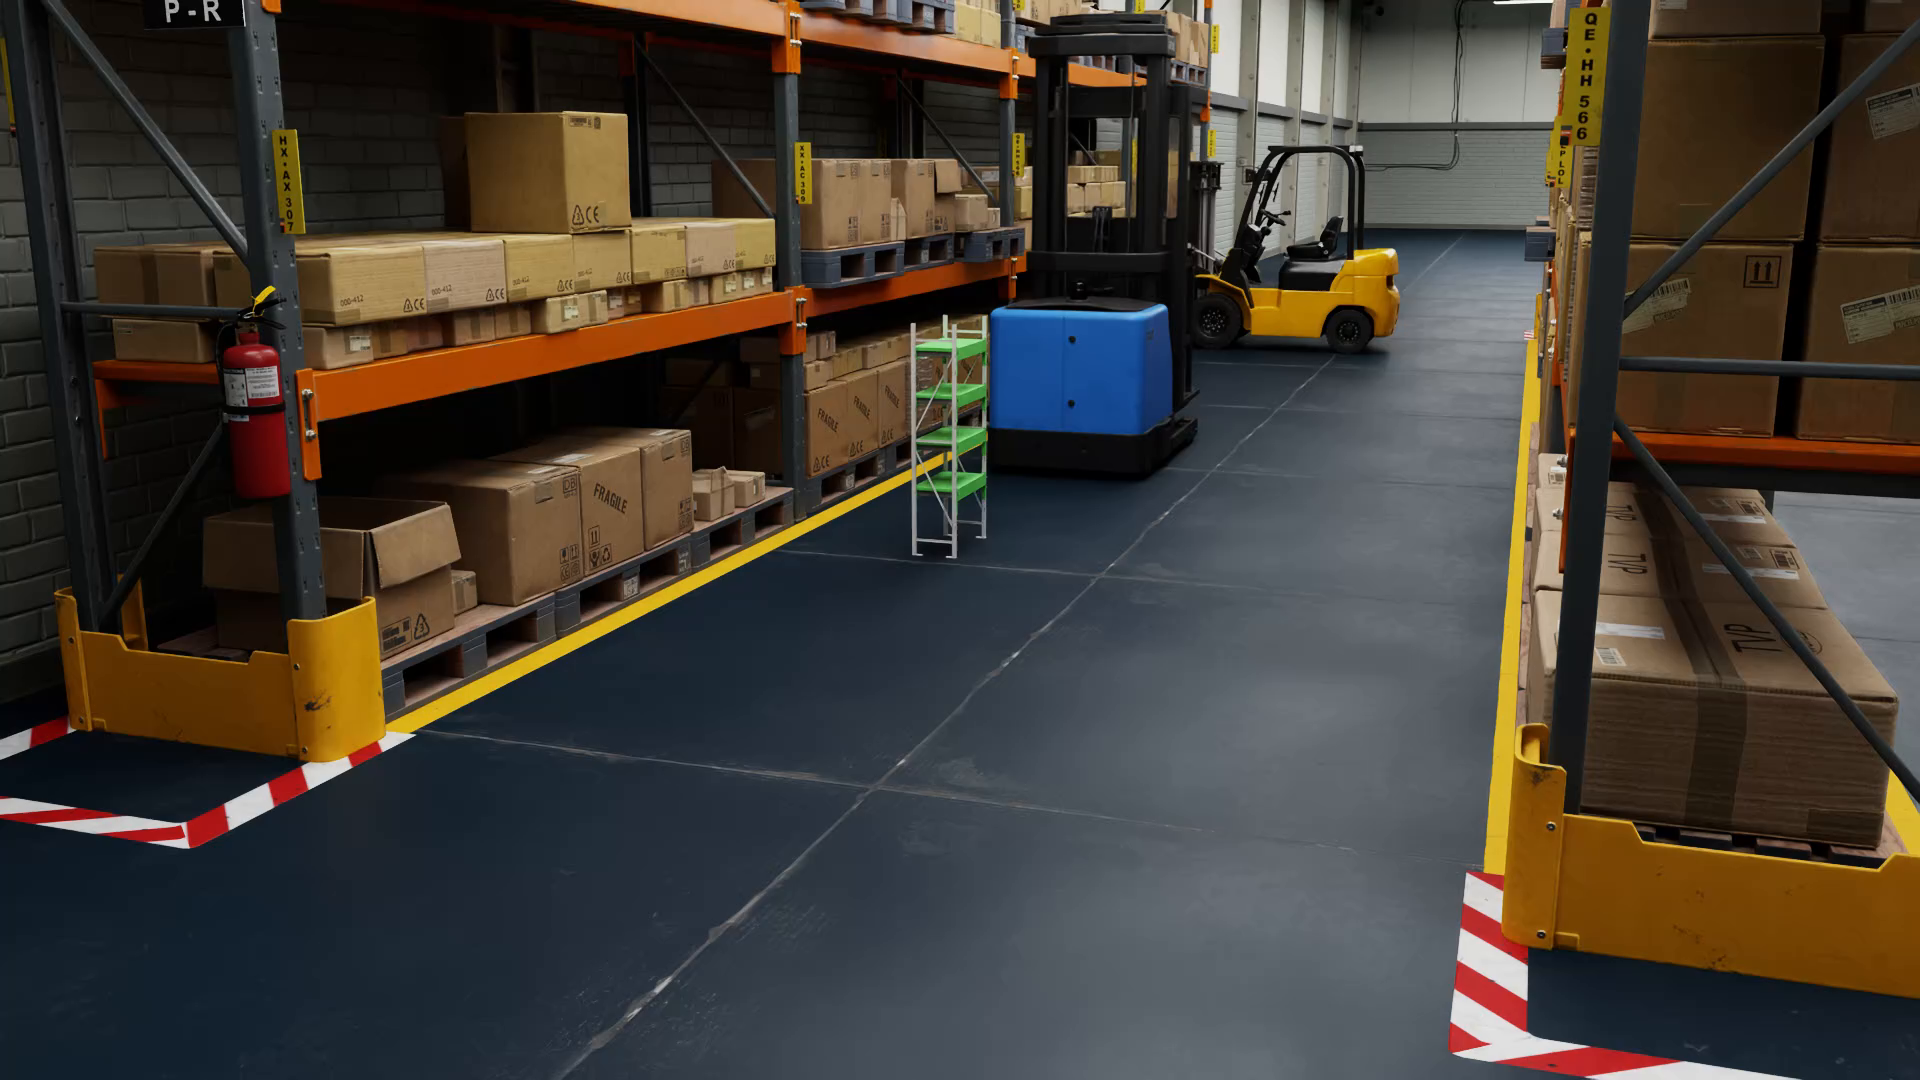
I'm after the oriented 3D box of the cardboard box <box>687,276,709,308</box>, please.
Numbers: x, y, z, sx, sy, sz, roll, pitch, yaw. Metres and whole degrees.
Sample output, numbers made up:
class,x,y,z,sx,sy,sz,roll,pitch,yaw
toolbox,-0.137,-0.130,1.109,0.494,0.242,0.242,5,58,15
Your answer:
class,x,y,z,sx,sy,sz,roll,pitch,yaw
cardboard box,-1.468,-1.230,8.200,0.380,0.149,0.250,5,14,20

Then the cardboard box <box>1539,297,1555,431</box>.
class,x,y,z,sx,sy,sz,roll,pitch,yaw
cardboard box,4.322,-1.119,10.980,0.875,0.875,0.875,4,14,18

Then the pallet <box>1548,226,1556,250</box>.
class,x,y,z,sx,sy,sz,roll,pitch,yaw
pallet,5.225,-2.416,13.262,1.003,0.211,1.213,4,14,18

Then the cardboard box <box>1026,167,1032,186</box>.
class,x,y,z,sx,sy,sz,roll,pitch,yaw
cardboard box,0.393,-2.913,13.328,0.380,0.149,0.250,5,14,20

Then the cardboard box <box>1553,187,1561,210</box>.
class,x,y,z,sx,sy,sz,roll,pitch,yaw
cardboard box,4.508,-2.604,11.817,0.500,0.500,0.500,4,13,17

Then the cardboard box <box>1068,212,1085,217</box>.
class,x,y,z,sx,sy,sz,roll,pitch,yaw
cardboard box,0.798,-2.772,14.730,0.500,0.250,0.500,5,14,20

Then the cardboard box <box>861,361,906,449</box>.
class,x,y,z,sx,sy,sz,roll,pitch,yaw
cardboard box,-0.670,-0.893,10.834,0.500,0.500,0.500,4,13,17

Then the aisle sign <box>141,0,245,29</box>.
class,x,y,z,sx,sy,sz,roll,pitch,yaw
aisle sign,-2.407,-1.993,5.139,0.394,0.787,0.004,4,14,18

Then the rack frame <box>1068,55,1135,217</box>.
class,x,y,z,sx,sy,sz,roll,pitch,yaw
rack frame,1.220,-3.288,16.653,1.000,3.000,0.127,4,14,18

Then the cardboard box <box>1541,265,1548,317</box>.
class,x,y,z,sx,sy,sz,roll,pitch,yaw
cardboard box,6.182,-2.520,16.838,0.500,0.500,0.500,5,14,21

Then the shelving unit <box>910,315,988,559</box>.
class,x,y,z,sx,sy,sz,roll,pitch,yaw
shelving unit,-0.054,-0.550,8.702,0.258,1.200,0.503,4,14,18

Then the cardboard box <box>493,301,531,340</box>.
class,x,y,z,sx,sy,sz,roll,pitch,yaw
cardboard box,-1.986,-0.908,6.792,0.380,0.149,0.250,5,14,19

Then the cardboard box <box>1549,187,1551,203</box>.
class,x,y,z,sx,sy,sz,roll,pitch,yaw
cardboard box,6.796,-3.888,18.387,0.500,0.500,0.500,4,13,18

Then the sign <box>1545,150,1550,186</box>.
class,x,y,z,sx,sy,sz,roll,pitch,yaw
sign,5.402,-3.391,15.159,0.100,0.325,0.005,4,14,18

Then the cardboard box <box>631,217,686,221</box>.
class,x,y,z,sx,sy,sz,roll,pitch,yaw
cardboard box,-1.784,-1.591,8.885,0.500,0.250,0.500,4,14,18

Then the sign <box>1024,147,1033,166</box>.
class,x,y,z,sx,sy,sz,roll,pitch,yaw
sign,0.694,-3.788,16.722,0.100,0.325,0.005,4,14,18

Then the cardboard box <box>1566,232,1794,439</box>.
class,x,y,z,sx,sy,sz,roll,pitch,yaw
cardboard box,1.941,-0.574,4.539,0.500,0.500,0.500,4,14,19

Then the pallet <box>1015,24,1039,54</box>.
class,x,y,z,sx,sy,sz,roll,pitch,yaw
pallet,0.061,-3.966,13.305,1.213,0.211,1.003,5,14,21

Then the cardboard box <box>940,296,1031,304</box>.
class,x,y,z,sx,sy,sz,roll,pitch,yaw
cardboard box,0.345,-1.761,14.357,0.875,0.625,0.625,5,14,20

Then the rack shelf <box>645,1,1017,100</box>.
class,x,y,z,sx,sy,sz,roll,pitch,yaw
rack shelf,-0.721,-3.137,10.865,1.077,0.370,4.000,4,14,18

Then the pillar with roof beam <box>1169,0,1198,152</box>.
class,x,y,z,sx,sy,sz,roll,pitch,yaw
pillar with roof beam,7.451,-7.927,23.495,9.100,9.000,0.400,4,14,18

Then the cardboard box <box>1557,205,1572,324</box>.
class,x,y,z,sx,sy,sz,roll,pitch,yaw
cardboard box,2.930,-1.216,7.350,0.500,0.500,0.500,5,14,20

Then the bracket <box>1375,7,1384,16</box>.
class,x,y,z,sx,sy,sz,roll,pitch,yaw
bracket,12.380,-15.606,49.049,0.235,0.232,0.430,4,14,18

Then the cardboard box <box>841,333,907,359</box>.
class,x,y,z,sx,sy,sz,roll,pitch,yaw
cardboard box,-0.578,-1.301,11.162,0.380,0.149,0.250,4,14,19

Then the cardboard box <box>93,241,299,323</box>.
class,x,y,z,sx,sy,sz,roll,pitch,yaw
cardboard box,-2.765,-0.949,6.075,0.500,0.250,0.500,5,14,20

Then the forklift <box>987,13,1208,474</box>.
class,x,y,z,sx,sy,sz,roll,pitch,yaw
forklift,1.109,-2.135,11.756,1.130,2.935,3.031,4,13,17

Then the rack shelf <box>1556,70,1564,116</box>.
class,x,y,z,sx,sy,sz,roll,pitch,yaw
rack shelf,6.565,-4.464,16.682,1.077,0.370,4.000,4,14,18

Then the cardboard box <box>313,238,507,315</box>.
class,x,y,z,sx,sy,sz,roll,pitch,yaw
cardboard box,-2.098,-1.016,6.366,0.500,0.250,0.500,5,14,19

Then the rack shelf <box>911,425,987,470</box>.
class,x,y,z,sx,sy,sz,roll,pitch,yaw
rack shelf,-0.054,-0.488,8.716,0.258,0.148,0.480,4,14,18

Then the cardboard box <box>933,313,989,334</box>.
class,x,y,z,sx,sy,sz,roll,pitch,yaw
cardboard box,0.006,-1.626,12.587,0.380,0.149,0.250,4,13,16

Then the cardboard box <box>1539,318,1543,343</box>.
class,x,y,z,sx,sy,sz,roll,pitch,yaw
cardboard box,6.018,-2.052,16.475,0.500,0.250,0.500,4,13,17

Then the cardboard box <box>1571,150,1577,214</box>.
class,x,y,z,sx,sy,sz,roll,pitch,yaw
cardboard box,2.600,-1.488,6.293,0.500,0.500,0.500,5,14,19

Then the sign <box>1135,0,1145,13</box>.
class,x,y,z,sx,sy,sz,roll,pitch,yaw
sign,1.737,-5.119,16.065,0.100,0.325,0.005,4,14,18

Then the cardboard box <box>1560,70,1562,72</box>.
class,x,y,z,sx,sy,sz,roll,pitch,yaw
cardboard box,6.797,-5.221,18.051,0.500,0.250,0.500,4,13,17

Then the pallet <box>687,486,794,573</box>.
class,x,y,z,sx,sy,sz,roll,pitch,yaw
pallet,-1.592,-0.100,8.951,1.003,0.211,1.213,4,14,18

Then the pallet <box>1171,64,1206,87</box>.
class,x,y,z,sx,sy,sz,roll,pitch,yaw
pallet,2.261,-5.403,19.375,1.003,0.211,1.213,4,14,18

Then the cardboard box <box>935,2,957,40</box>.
class,x,y,z,sx,sy,sz,roll,pitch,yaw
cardboard box,-0.334,-3.498,11.171,0.500,0.250,0.500,4,14,18

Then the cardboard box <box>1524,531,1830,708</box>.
class,x,y,z,sx,sy,sz,roll,pitch,yaw
cardboard box,2.442,0.300,5.747,0.875,0.438,0.875,5,14,20

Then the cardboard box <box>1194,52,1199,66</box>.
class,x,y,z,sx,sy,sz,roll,pitch,yaw
cardboard box,2.533,-5.527,19.120,0.380,0.149,0.250,4,13,17

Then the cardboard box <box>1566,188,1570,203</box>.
class,x,y,z,sx,sy,sz,roll,pitch,yaw
cardboard box,3.236,-1.896,8.080,0.500,0.500,0.500,5,14,20

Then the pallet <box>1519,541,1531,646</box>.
class,x,y,z,sx,sy,sz,roll,pitch,yaw
pallet,3.009,0.267,7.345,1.003,0.211,1.213,4,14,18

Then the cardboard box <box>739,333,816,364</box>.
class,x,y,z,sx,sy,sz,roll,pitch,yaw
cardboard box,-1.058,-1.112,9.666,0.380,0.149,0.250,4,13,17

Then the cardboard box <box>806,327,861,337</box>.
class,x,y,z,sx,sy,sz,roll,pitch,yaw
cardboard box,-0.906,-1.385,11.530,0.380,0.149,0.250,4,14,19

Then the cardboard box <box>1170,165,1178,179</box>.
class,x,y,z,sx,sy,sz,roll,pitch,yaw
cardboard box,2.275,-4.130,18.661,0.380,0.149,0.250,4,14,19

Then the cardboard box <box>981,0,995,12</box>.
class,x,y,z,sx,sy,sz,roll,pitch,yaw
cardboard box,0.039,-3.938,12.199,0.380,0.149,0.250,5,14,20

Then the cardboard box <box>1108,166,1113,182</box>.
class,x,y,z,sx,sy,sz,roll,pitch,yaw
cardboard box,1.253,-3.510,15.941,0.380,0.149,0.250,4,13,18

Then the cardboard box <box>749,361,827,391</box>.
class,x,y,z,sx,sy,sz,roll,pitch,yaw
cardboard box,-1.001,-0.962,9.680,0.380,0.149,0.250,5,14,21

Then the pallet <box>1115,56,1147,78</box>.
class,x,y,z,sx,sy,sz,roll,pitch,yaw
pallet,1.471,-4.889,17.125,1.003,0.211,1.213,4,14,18

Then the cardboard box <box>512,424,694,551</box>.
class,x,y,z,sx,sy,sz,roll,pitch,yaw
cardboard box,-1.726,-0.265,8.083,0.700,0.500,0.500,4,13,16

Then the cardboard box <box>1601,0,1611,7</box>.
class,x,y,z,sx,sy,sz,roll,pitch,yaw
cardboard box,2.025,-1.463,4.727,0.380,0.149,0.250,4,14,18

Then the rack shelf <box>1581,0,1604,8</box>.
class,x,y,z,sx,sy,sz,roll,pitch,yaw
rack shelf,2.682,-1.938,5.613,1.077,0.370,4.000,4,14,18

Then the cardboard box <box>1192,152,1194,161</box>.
class,x,y,z,sx,sy,sz,roll,pitch,yaw
cardboard box,2.547,-4.496,19.593,0.380,0.149,0.250,4,14,18

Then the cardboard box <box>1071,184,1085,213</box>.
class,x,y,z,sx,sy,sz,roll,pitch,yaw
cardboard box,0.791,-3.016,14.675,0.500,0.250,0.500,5,14,19

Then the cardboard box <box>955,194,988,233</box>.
class,x,y,z,sx,sy,sz,roll,pitch,yaw
cardboard box,-0.109,-2.332,11.858,0.500,0.250,0.500,4,13,16
